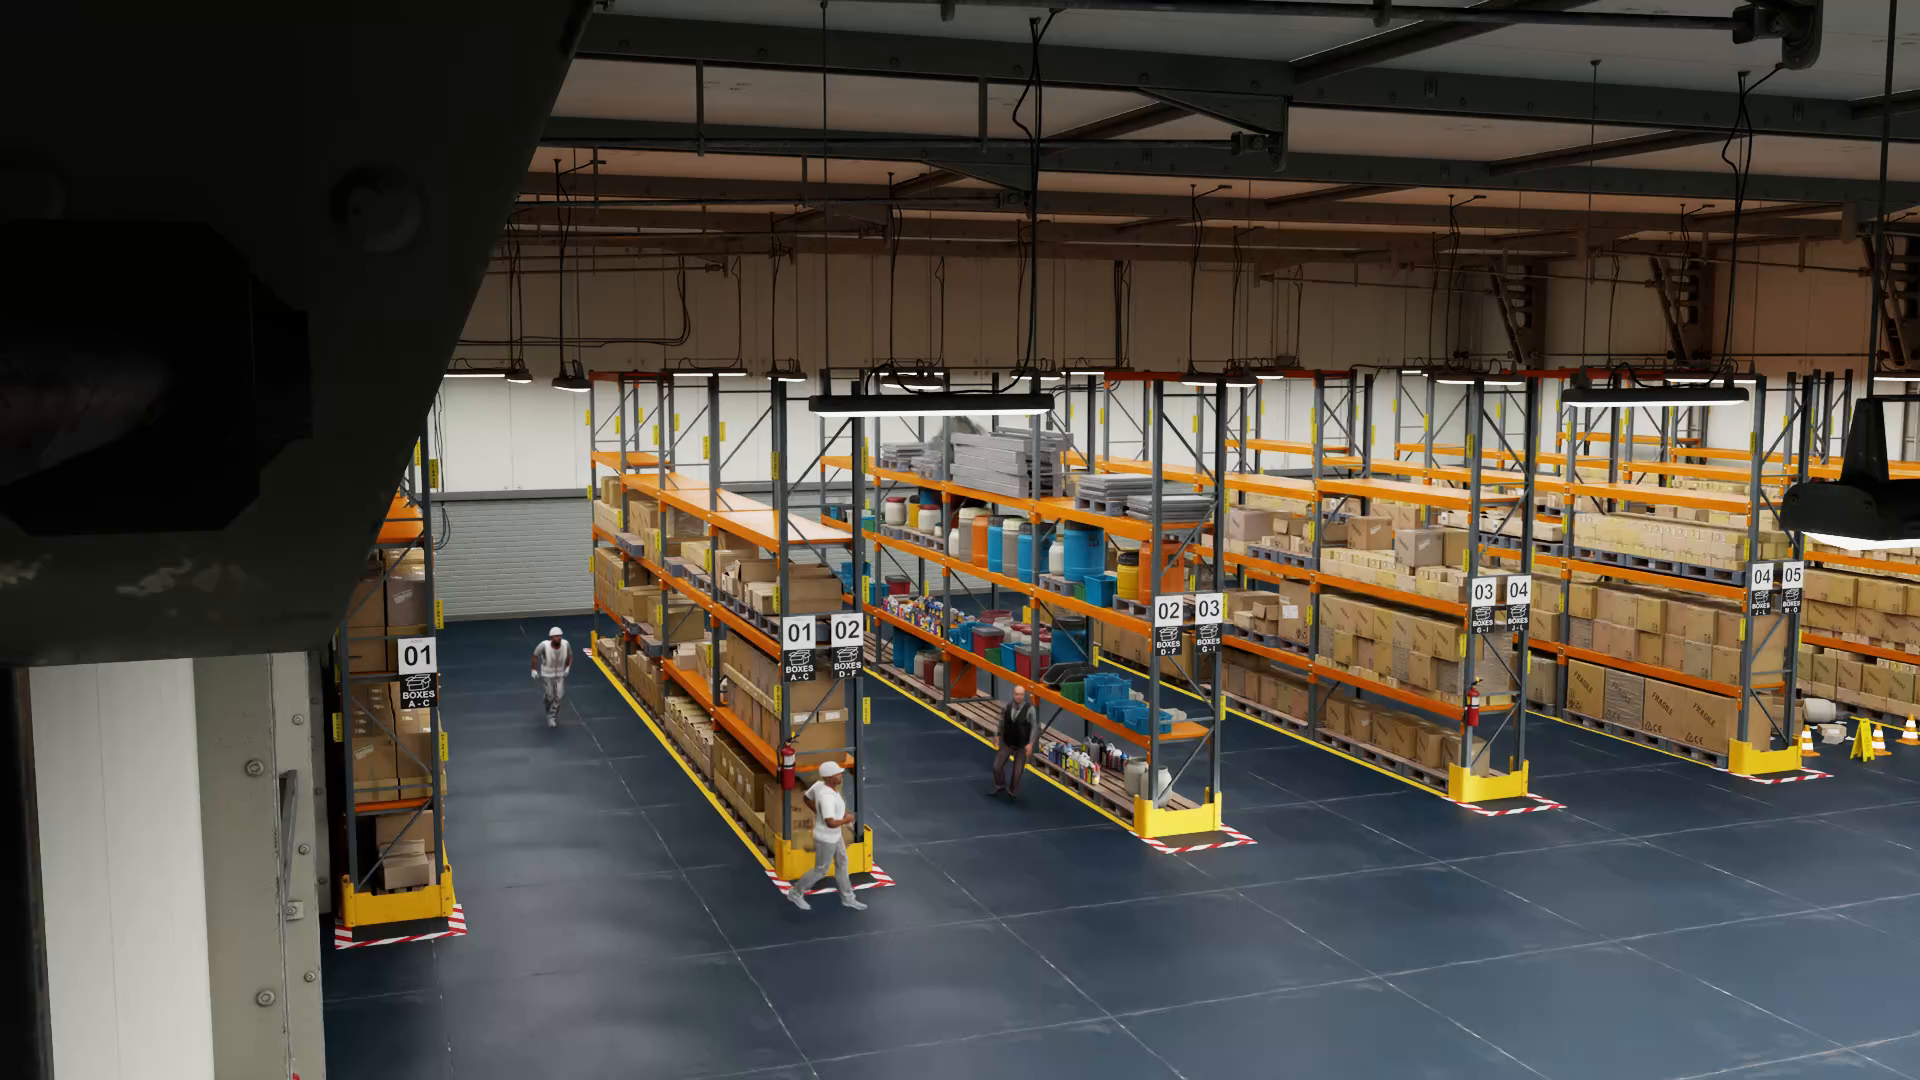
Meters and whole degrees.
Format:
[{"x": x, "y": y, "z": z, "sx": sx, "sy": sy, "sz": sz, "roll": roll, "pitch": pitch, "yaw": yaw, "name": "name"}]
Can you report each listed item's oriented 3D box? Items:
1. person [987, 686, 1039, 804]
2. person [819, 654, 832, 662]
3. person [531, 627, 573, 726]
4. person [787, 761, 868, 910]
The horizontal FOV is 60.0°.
[{"x": 0.747, "y": 2.898, "z": 23.501, "sx": 0.769, "sy": 1.718, "sz": 0.475, "roll": 2, "pitch": 7, "yaw": 19, "name": "person"}, {"x": -2.689, "y": 1.872, "z": 33.070, "sx": 0.718, "sy": 1.580, "sz": 1.053, "roll": 2, "pitch": 7, "yaw": 20, "name": "person"}, {"x": -6.969, "y": 2.313, "z": 28.451, "sx": 0.687, "sy": 1.709, "sz": 0.696, "roll": -4, "pitch": 8, "yaw": -32, "name": "person"}, {"x": -1.510, "y": 3.363, "z": 18.700, "sx": 0.909, "sy": 1.786, "sz": 0.696, "roll": 0, "pitch": 6, "yaw": 0, "name": "person"}]
